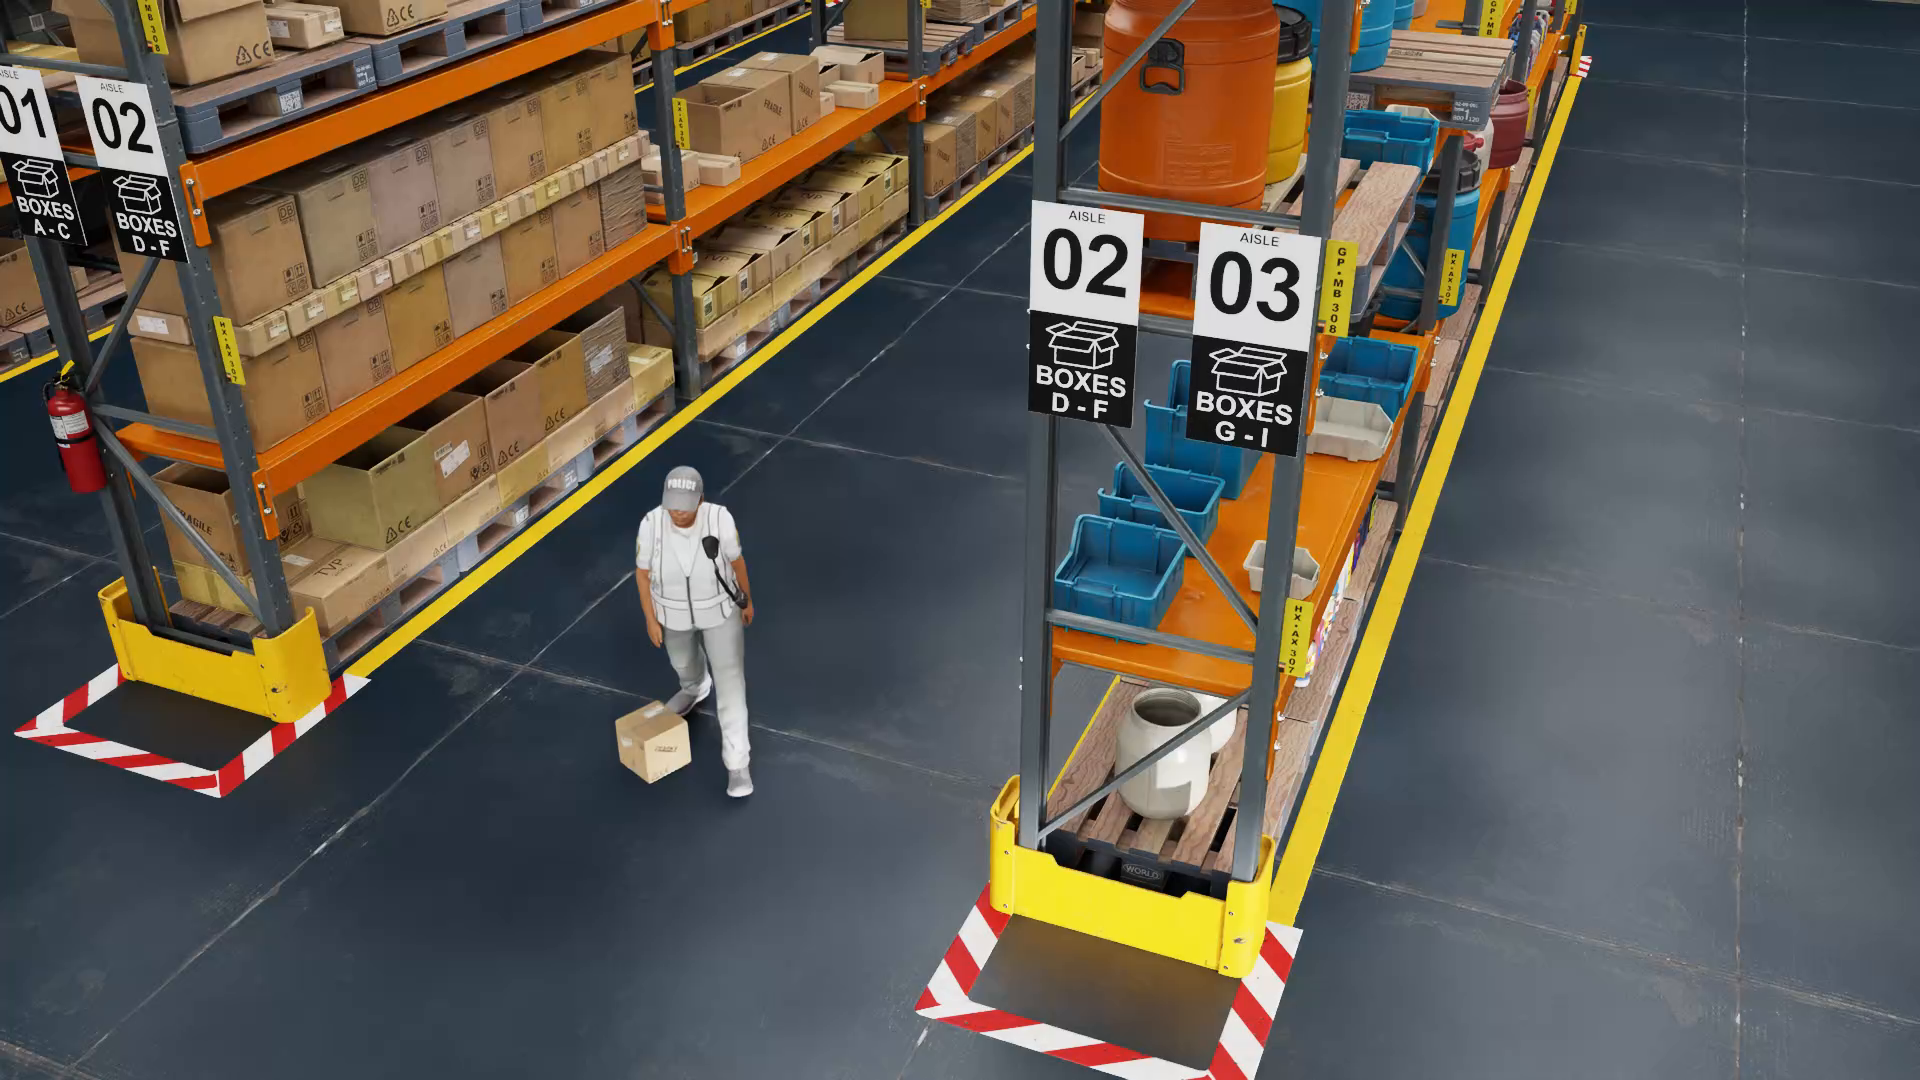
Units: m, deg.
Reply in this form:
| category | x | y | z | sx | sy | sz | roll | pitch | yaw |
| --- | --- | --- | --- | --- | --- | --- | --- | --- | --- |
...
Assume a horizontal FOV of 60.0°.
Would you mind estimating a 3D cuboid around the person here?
| category | x | y | z | sx | sy | sz | roll | pitch | yaw |
| --- | --- | --- | --- | --- | --- | --- | --- | --- | --- |
| person | -1.244 | 0.337 | 7.842 | 0.516 | 1.612 | 0.939 | -1 | 30 | -1 |
